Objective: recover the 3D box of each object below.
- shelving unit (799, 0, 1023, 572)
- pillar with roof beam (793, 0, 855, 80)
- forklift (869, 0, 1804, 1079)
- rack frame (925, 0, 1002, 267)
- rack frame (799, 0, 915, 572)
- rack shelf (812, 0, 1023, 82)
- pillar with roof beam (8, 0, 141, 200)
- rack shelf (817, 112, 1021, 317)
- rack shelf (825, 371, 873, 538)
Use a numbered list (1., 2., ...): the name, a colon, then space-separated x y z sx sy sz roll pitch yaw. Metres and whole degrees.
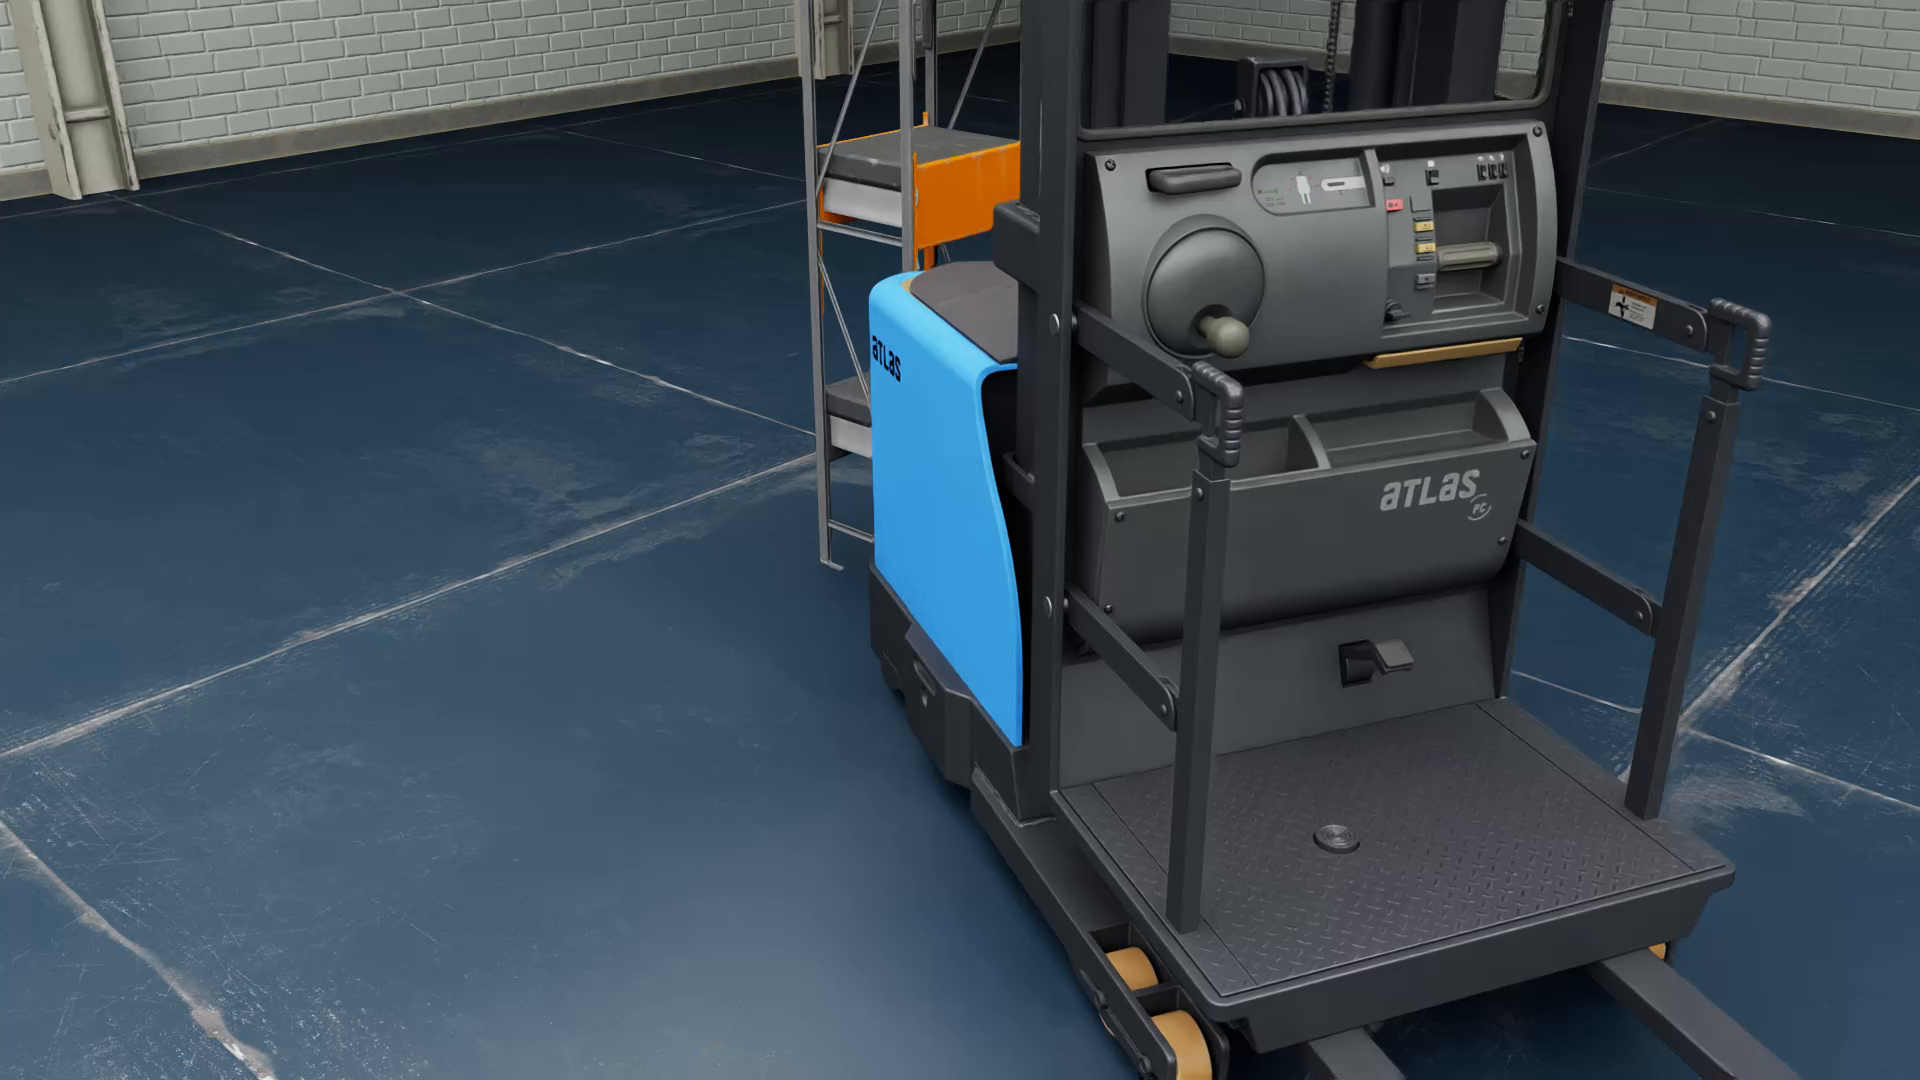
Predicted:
1. shelving unit: -0.110 -0.908 4.708 0.431 2.100 0.503 20 31 38
2. pillar with roof beam: 2.079 -6.834 9.492 9.100 9.000 0.400 20 31 38
3. forklift: 0.753 -0.515 2.816 1.130 2.935 3.031 -9 26 -19
4. rack frame: 0.052 -0.982 4.874 0.400 2.100 0.015 20 31 38
5. rack frame: -0.273 -0.833 4.542 0.400 2.100 0.015 20 31 38
6. rack shelf: -0.110 -1.534 4.427 0.431 0.518 0.480 20 31 38
7. pillar with roof beam: -1.925 -5.006 5.415 9.100 9.000 0.400 20 31 38
8. rack shelf: -0.110 -0.895 4.714 0.431 0.518 0.480 20 31 38
9. rack shelf: -0.110 -0.256 5.000 0.431 0.518 0.480 20 31 38
